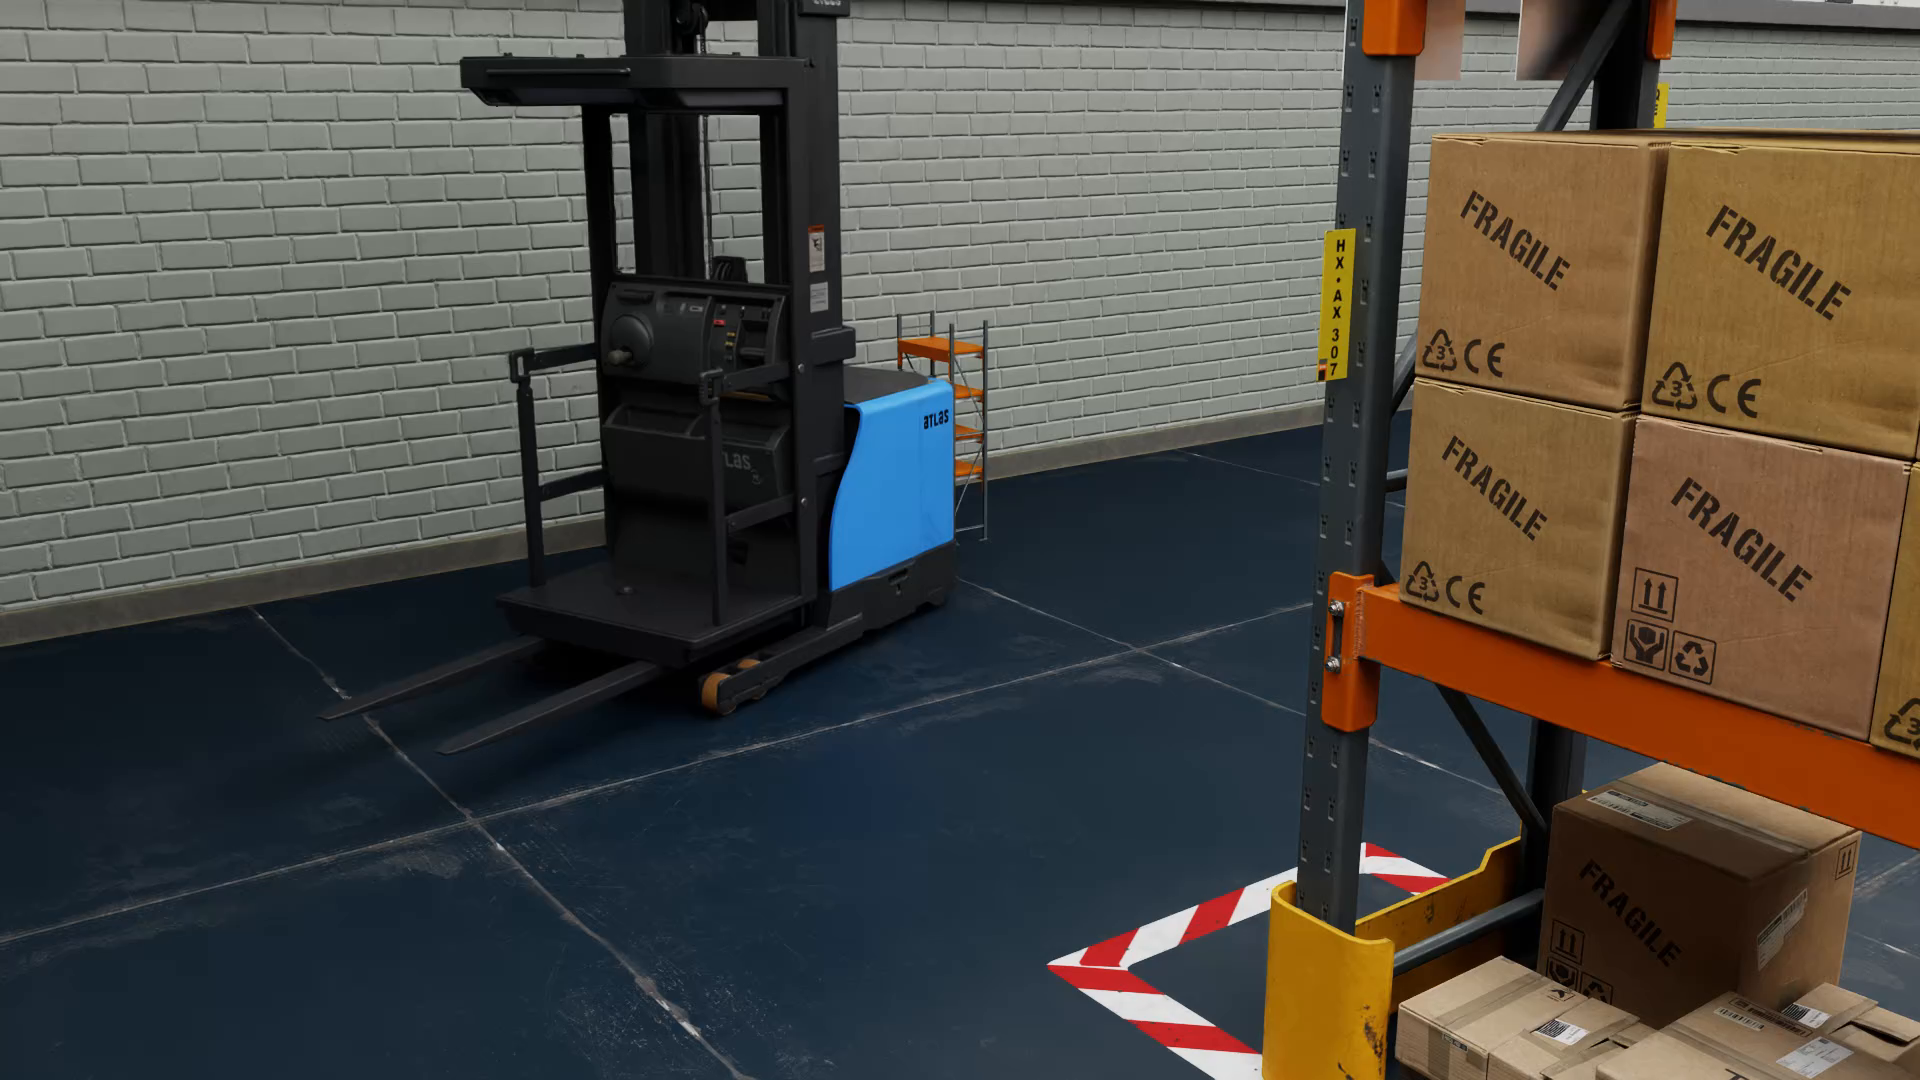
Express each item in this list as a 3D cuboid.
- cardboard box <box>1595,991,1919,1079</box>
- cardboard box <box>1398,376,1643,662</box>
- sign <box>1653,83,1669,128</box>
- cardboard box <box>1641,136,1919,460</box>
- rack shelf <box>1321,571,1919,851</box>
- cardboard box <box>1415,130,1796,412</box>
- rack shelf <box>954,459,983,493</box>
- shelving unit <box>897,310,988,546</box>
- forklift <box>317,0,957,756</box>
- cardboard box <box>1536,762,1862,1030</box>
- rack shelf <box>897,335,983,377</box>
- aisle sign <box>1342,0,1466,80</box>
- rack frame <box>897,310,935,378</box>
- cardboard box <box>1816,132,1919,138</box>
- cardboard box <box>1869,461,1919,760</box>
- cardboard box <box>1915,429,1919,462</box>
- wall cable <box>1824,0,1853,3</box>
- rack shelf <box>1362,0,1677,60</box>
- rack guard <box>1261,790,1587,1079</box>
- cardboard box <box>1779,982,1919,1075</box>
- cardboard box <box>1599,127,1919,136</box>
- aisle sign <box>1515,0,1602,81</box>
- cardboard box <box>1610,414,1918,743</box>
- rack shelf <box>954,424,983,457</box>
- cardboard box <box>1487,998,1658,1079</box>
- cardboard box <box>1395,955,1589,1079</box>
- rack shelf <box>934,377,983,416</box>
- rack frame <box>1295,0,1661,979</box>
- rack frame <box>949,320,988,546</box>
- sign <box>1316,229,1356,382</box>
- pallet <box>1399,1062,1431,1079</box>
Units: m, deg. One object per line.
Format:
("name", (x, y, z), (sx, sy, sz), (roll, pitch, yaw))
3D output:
("cardboard box", (1.644, 1.204, 3.372), (0.500, 0.250, 0.500), (-11, 19, -35))
("cardboard box", (1.307, -0.090, 3.533), (0.500, 0.500, 0.500), (-10, 18, -33))
("sign", (1.721, -0.970, 4.147), (0.100, 0.325, 0.005), (-11, 19, -35))
("cardboard box", (1.621, -0.462, 2.998), (0.500, 0.500, 0.500), (-11, 19, -34))
("rack shelf", (2.436, 0.597, 2.577), (1.077, 0.370, 4.000), (-11, 19, -35))
("cardboard box", (1.307, -0.572, 3.401), (0.500, 0.500, 0.500), (-10, 18, -33))
("rack shelf", (-0.097, -0.358, 9.117), (0.258, 0.148, 0.480), (-11, 19, -35))
("shelving unit", (-0.097, -0.614, 9.047), (0.258, 1.200, 0.503), (-11, 19, -35))
("forklift", (-1.218, -0.863, 6.679), (1.130, 2.935, 3.031), (9, 18, 30))
("cardboard box", (1.779, 0.894, 4.030), (0.500, 0.500, 0.500), (-11, 19, -35))
("rack shelf", (-0.097, -0.993, 8.943), (0.258, 0.148, 0.480), (-11, 19, -35))
("aisle sign", (0.982, -1.400, 3.586), (0.394, 0.787, 0.004), (-11, 19, -35))
("rack frame", (-0.241, -0.666, 9.237), (0.240, 1.200, 0.015), (-11, 19, -35))
("cardboard box", (2.042, -0.548, 3.312), (0.500, 0.500, 0.500), (-10, 18, -33))
("cardboard box", (1.908, 0.127, 2.741), (0.500, 0.500, 0.500), (-11, 19, -35))
("cardboard box", (1.911, -0.354, 2.605), (0.500, 0.500, 0.500), (-11, 19, -34))
("wall cable", (8.738, -7.902, 14.807), (2.277, 5.999, 0.120), (-11, 19, -35))
("rack shelf", (2.436, -0.850, 2.181), (1.077, 0.370, 4.000), (-11, 19, -35))
("rack guard", (1.305, 1.044, 4.313), (1.175, 0.500, 0.348), (-11, 19, -35))
("cardboard box", (1.944, 1.155, 3.707), (0.380, 0.166, 0.250), (-11, 19, -35))
("cardboard box", (1.744, -0.656, 3.706), (0.500, 0.500, 0.500), (-11, 19, -35))
("aisle sign", (1.468, -1.493, 3.926), (0.394, 0.787, 0.004), (-11, 19, -35))
("cardboard box", (1.615, 0.019, 3.134), (0.500, 0.500, 0.500), (-11, 19, -35))
("rack shelf", (-0.097, -0.549, 9.065), (0.258, 0.148, 0.480), (-11, 19, -35))
("cardboard box", (1.375, 1.173, 3.642), (0.380, 0.166, 0.250), (-11, 19, -35))
("cardboard box", (1.228, 1.128, 3.839), (0.380, 0.149, 0.250), (-11, 19, -35))
("rack shelf", (-0.097, -0.765, 9.006), (0.258, 0.148, 0.480), (-11, 19, -35))
("rack frame", (1.260, -0.177, 4.042), (1.000, 3.000, 0.127), (-11, 19, -35))
("rack frame", (0.046, -0.562, 8.856), (0.240, 1.200, 0.015), (-11, 19, -35))
("sign", (0.821, -0.511, 3.620), (0.100, 0.325, 0.005), (-11, 19, -35))
("pallet", (1.774, 1.354, 3.730), (1.003, 0.211, 1.213), (-11, 19, -35))
